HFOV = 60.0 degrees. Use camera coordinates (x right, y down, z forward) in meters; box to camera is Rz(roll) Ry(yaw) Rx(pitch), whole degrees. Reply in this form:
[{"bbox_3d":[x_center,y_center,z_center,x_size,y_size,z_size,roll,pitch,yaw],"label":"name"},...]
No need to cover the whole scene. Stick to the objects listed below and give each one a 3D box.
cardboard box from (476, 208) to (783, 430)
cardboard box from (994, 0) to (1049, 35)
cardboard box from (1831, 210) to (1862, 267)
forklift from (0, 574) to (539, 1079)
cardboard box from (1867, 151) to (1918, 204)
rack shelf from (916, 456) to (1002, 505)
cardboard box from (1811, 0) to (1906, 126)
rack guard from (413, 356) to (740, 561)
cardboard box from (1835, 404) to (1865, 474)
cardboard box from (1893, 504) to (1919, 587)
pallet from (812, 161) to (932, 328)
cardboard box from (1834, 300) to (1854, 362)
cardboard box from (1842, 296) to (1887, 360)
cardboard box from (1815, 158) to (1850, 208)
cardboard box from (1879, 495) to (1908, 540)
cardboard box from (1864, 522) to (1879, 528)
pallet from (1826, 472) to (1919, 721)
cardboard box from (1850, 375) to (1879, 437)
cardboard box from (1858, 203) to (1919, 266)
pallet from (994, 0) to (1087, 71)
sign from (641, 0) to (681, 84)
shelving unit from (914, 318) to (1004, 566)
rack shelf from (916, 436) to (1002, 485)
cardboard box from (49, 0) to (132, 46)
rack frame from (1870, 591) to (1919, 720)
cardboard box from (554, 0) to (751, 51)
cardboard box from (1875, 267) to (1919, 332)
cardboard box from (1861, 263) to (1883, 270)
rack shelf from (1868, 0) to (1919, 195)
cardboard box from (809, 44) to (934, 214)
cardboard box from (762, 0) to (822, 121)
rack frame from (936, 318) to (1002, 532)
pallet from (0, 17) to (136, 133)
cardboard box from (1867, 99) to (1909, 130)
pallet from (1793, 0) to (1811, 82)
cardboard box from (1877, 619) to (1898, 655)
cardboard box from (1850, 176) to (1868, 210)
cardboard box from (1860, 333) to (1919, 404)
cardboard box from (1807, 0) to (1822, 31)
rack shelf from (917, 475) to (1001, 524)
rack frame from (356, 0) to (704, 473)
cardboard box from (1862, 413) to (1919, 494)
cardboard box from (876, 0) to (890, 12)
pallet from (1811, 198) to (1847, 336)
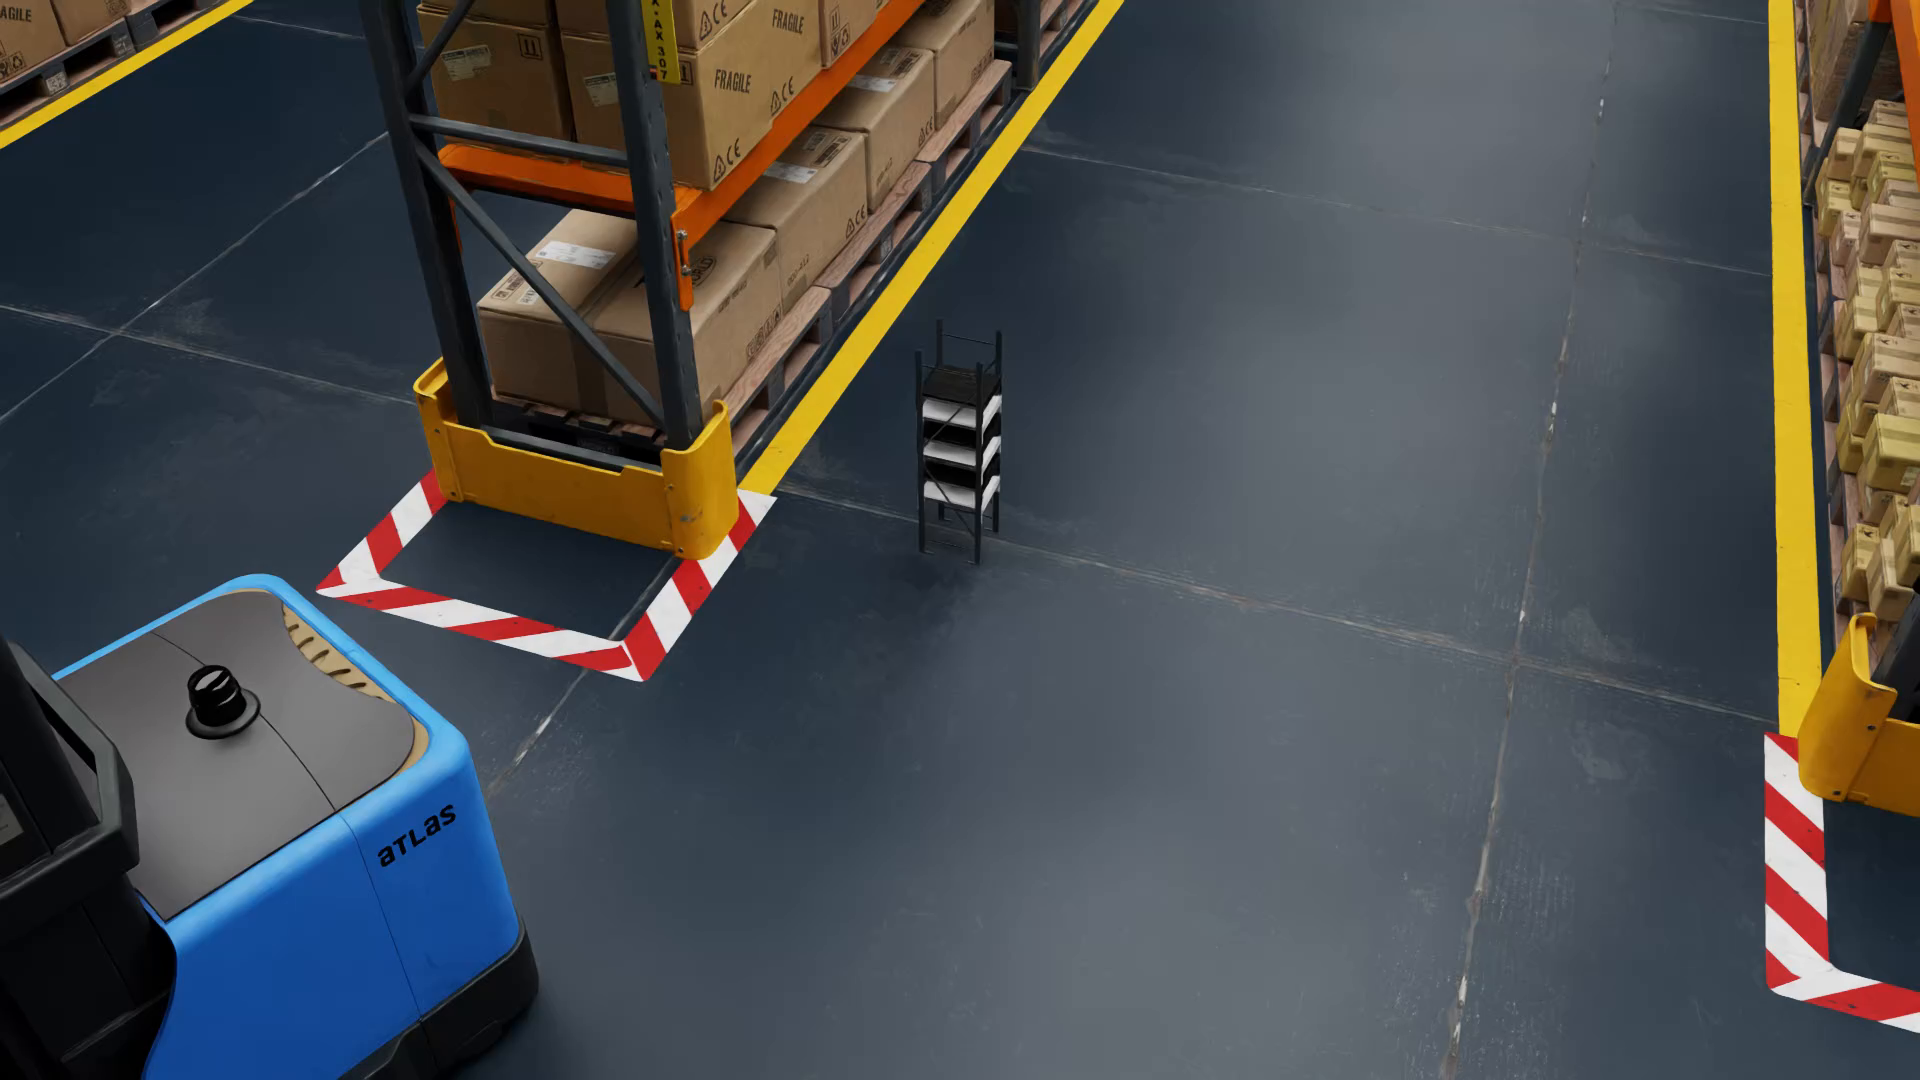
[{"bbox_3d":[-1.292,-0.911,6.658,0.875,0.438,0.875,12,42,14],"label":"cardboard box"},{"bbox_3d":[0.081,-3.489,9.341,0.875,0.875,0.875,15,43,16],"label":"cardboard box"},{"bbox_3d":[4.076,-1.303,7.339,0.380,0.149,0.250,13,42,15],"label":"cardboard box"},{"bbox_3d":[-2.551,0.682,3.192,1.130,2.935,3.031,31,49,31],"label":"forklift"},{"bbox_3d":[4.127,-1.522,7.137,0.380,0.149,0.250,13,42,14],"label":"cardboard box"},{"bbox_3d":[-0.003,-0.244,6.032,0.258,0.077,0.200,13,42,15],"label":"rack shelf"},{"bbox_3d":[4.646,-2.420,8.378,0.500,0.500,0.500,13,42,14],"label":"cardboard box"},{"bbox_3d":[-1.432,-0.336,6.259,1.175,0.500,0.348,13,42,15],"label":"rack guard"},{"bbox_3d":[3.511,-0.351,6.224,0.380,0.149,0.250,12,42,13],"label":"cardboard box"},{"bbox_3d":[3.205,0.055,5.289,0.380,0.149,0.250,14,42,16],"label":"cardboard box"},{"bbox_3d":[-0.805,-1.487,7.831,1.003,0.211,1.213,13,42,15],"label":"pallet"},{"bbox_3d":[3.798,-0.828,6.783,0.380,0.149,0.250,12,42,14],"label":"cardboard box"},{"bbox_3d":[3.689,-0.801,6.521,0.380,0.149,0.250,14,42,16],"label":"cardboard box"},{"bbox_3d":[4.204,-1.629,7.721,0.380,0.149,0.250,12,42,13],"label":"cardboard box"},{"bbox_3d":[3.314,0.014,5.566,0.380,0.149,0.250,12,42,14],"label":"cardboard box"},{"bbox_3d":[3.410,-0.028,5.845,0.380,0.149,0.250,13,42,15],"label":"cardboard box"},{"bbox_3d":[3.599,0.262,5.780,1.003,0.211,1.213,13,42,15],"label":"pallet"},{"bbox_3d":[3.515,-0.474,6.139,0.380,0.149,0.250,14,42,16],"label":"cardboard box"},{"bbox_3d":[3.896,-1.220,6.784,0.380,0.149,0.250,14,42,16],"label":"cardboard box"},{"bbox_3d":[0.137,-3.168,9.800,1.003,0.211,1.213,13,42,15],"label":"pallet"},{"bbox_3d":[-0.905,-1.534,5.009,0.100,0.325,0.005,13,42,15],"label":"sign"},{"bbox_3d":[-0.003,-0.337,5.952,0.258,0.900,0.210,13,42,15],"label":"shelving unit"},{"bbox_3d":[-0.003,-0.312,5.974,0.258,0.077,0.200,13,42,15],"label":"rack shelf"},{"bbox_3d":[-5.108,-3.108,9.184,0.700,0.500,0.500,12,42,13],"label":"cardboard box"},{"bbox_3d":[3.262,-0.265,4.249,1.000,3.000,0.127,13,42,15],"label":"rack frame"},{"bbox_3d":[-0.992,-1.950,5.377,0.500,0.500,0.500,12,42,14],"label":"cardboard box"},{"bbox_3d":[3.759,-0.894,6.402,0.380,0.149,0.250,13,42,15],"label":"cardboard box"},{"bbox_3d":[3.942,-1.085,6.855,0.380,0.149,0.250,15,43,17],"label":"cardboard box"},{"bbox_3d":[3.946,-1.211,5.912,1.077,0.370,4.000,13,42,15],"label":"rack shelf"},{"bbox_3d":[-0.677,-2.021,7.958,0.875,0.438,0.875,12,42,14],"label":"cardboard box"},{"bbox_3d":[-0.843,-1.883,6.069,0.500,0.500,0.500,13,42,14],"label":"cardboard box"},{"bbox_3d":[0.032,-0.399,6.025,0.240,0.900,0.006,13,42,15],"label":"rack frame"},{"bbox_3d":[-5.373,-2.614,9.152,1.003,0.211,1.213,13,42,15],"label":"pallet"},{"bbox_3d":[4.317,-1.842,7.512,0.380,0.149,0.250,15,43,17],"label":"cardboard box"},{"bbox_3d":[5.310,-2.865,9.446,1.003,0.211,1.213,13,42,15],"label":"pallet"},{"bbox_3d":[3.246,0.293,5.469,0.380,0.149,0.250,14,42,16],"label":"cardboard box"},{"bbox_3d":[4.203,-1.568,7.421,0.380,0.149,0.250,14,42,15],"label":"cardboard box"},{"bbox_3d":[3.502,-0.592,6.047,0.380,0.149,0.250,15,43,17],"label":"cardboard box"},{"bbox_3d":[5.002,-3.045,9.110,0.500,0.500,0.500,12,42,14],"label":"cardboard box"},{"bbox_3d":[-0.003,-0.175,6.091,0.258,0.077,0.200,13,42,15],"label":"rack shelf"},{"bbox_3d":[-1.424,-1.302,5.464,1.000,3.000,0.127,13,42,15],"label":"rack frame"},{"bbox_3d":[3.314,-0.272,5.672,0.380,0.149,0.250,12,42,14],"label":"cardboard box"},{"bbox_3d":[-0.497,-2.499,6.791,0.500,0.500,0.500,15,43,17],"label":"cardboard box"},{"bbox_3d":[4.434,-1.226,7.524,1.003,0.211,1.213,13,42,15],"label":"pallet"}]
